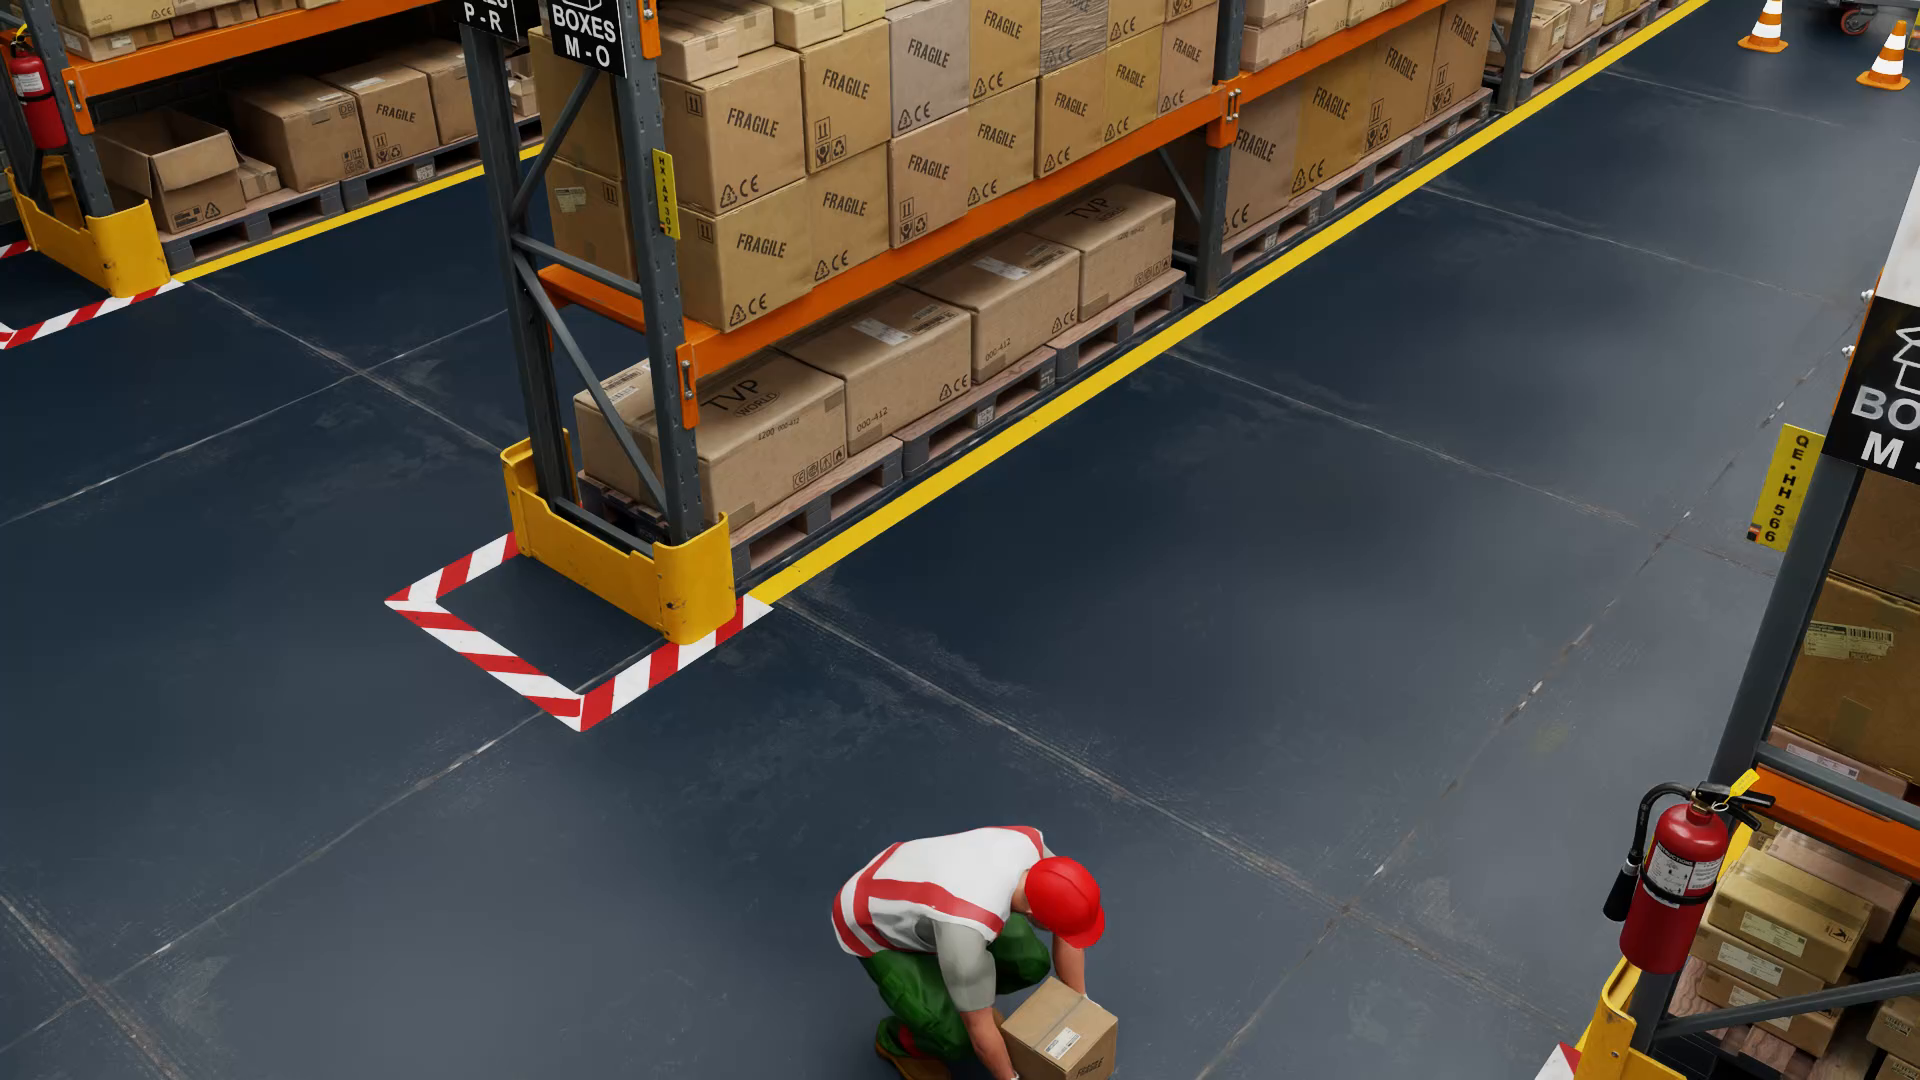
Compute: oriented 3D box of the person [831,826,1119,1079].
[{"bbox_3d":[0.042,1.231,5.039,0.884,1.006,0.572,25,42,32],"label":"person"}]
